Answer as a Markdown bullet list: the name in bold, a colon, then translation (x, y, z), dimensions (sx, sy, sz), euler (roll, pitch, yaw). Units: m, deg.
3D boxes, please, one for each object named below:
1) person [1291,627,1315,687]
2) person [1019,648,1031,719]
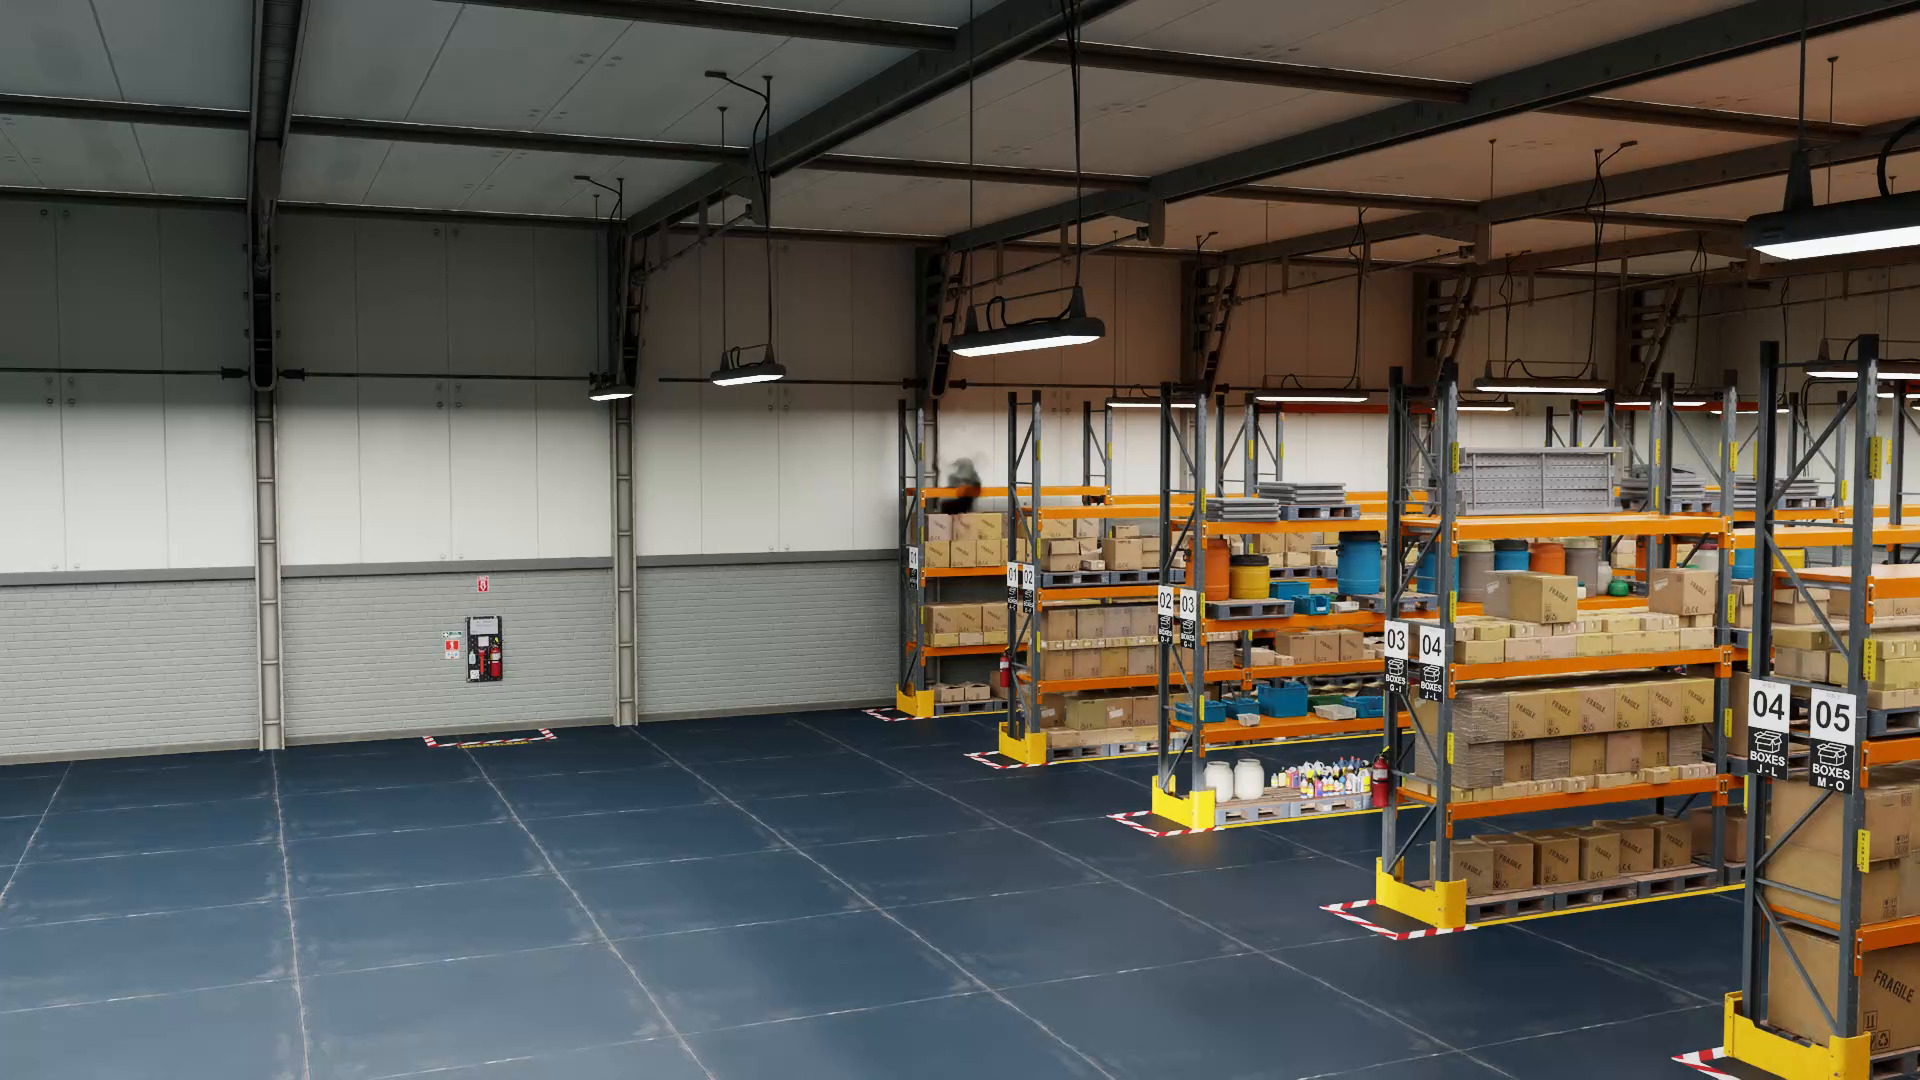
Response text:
- **person**: translation (6.581, 2.456, 31.790), dimensions (0.624, 1.660, 0.593), euler (-2, 4, -31)
- **person**: translation (1.191, 2.646, 28.911), dimensions (0.576, 1.638, 0.591), euler (-2, 4, -29)
